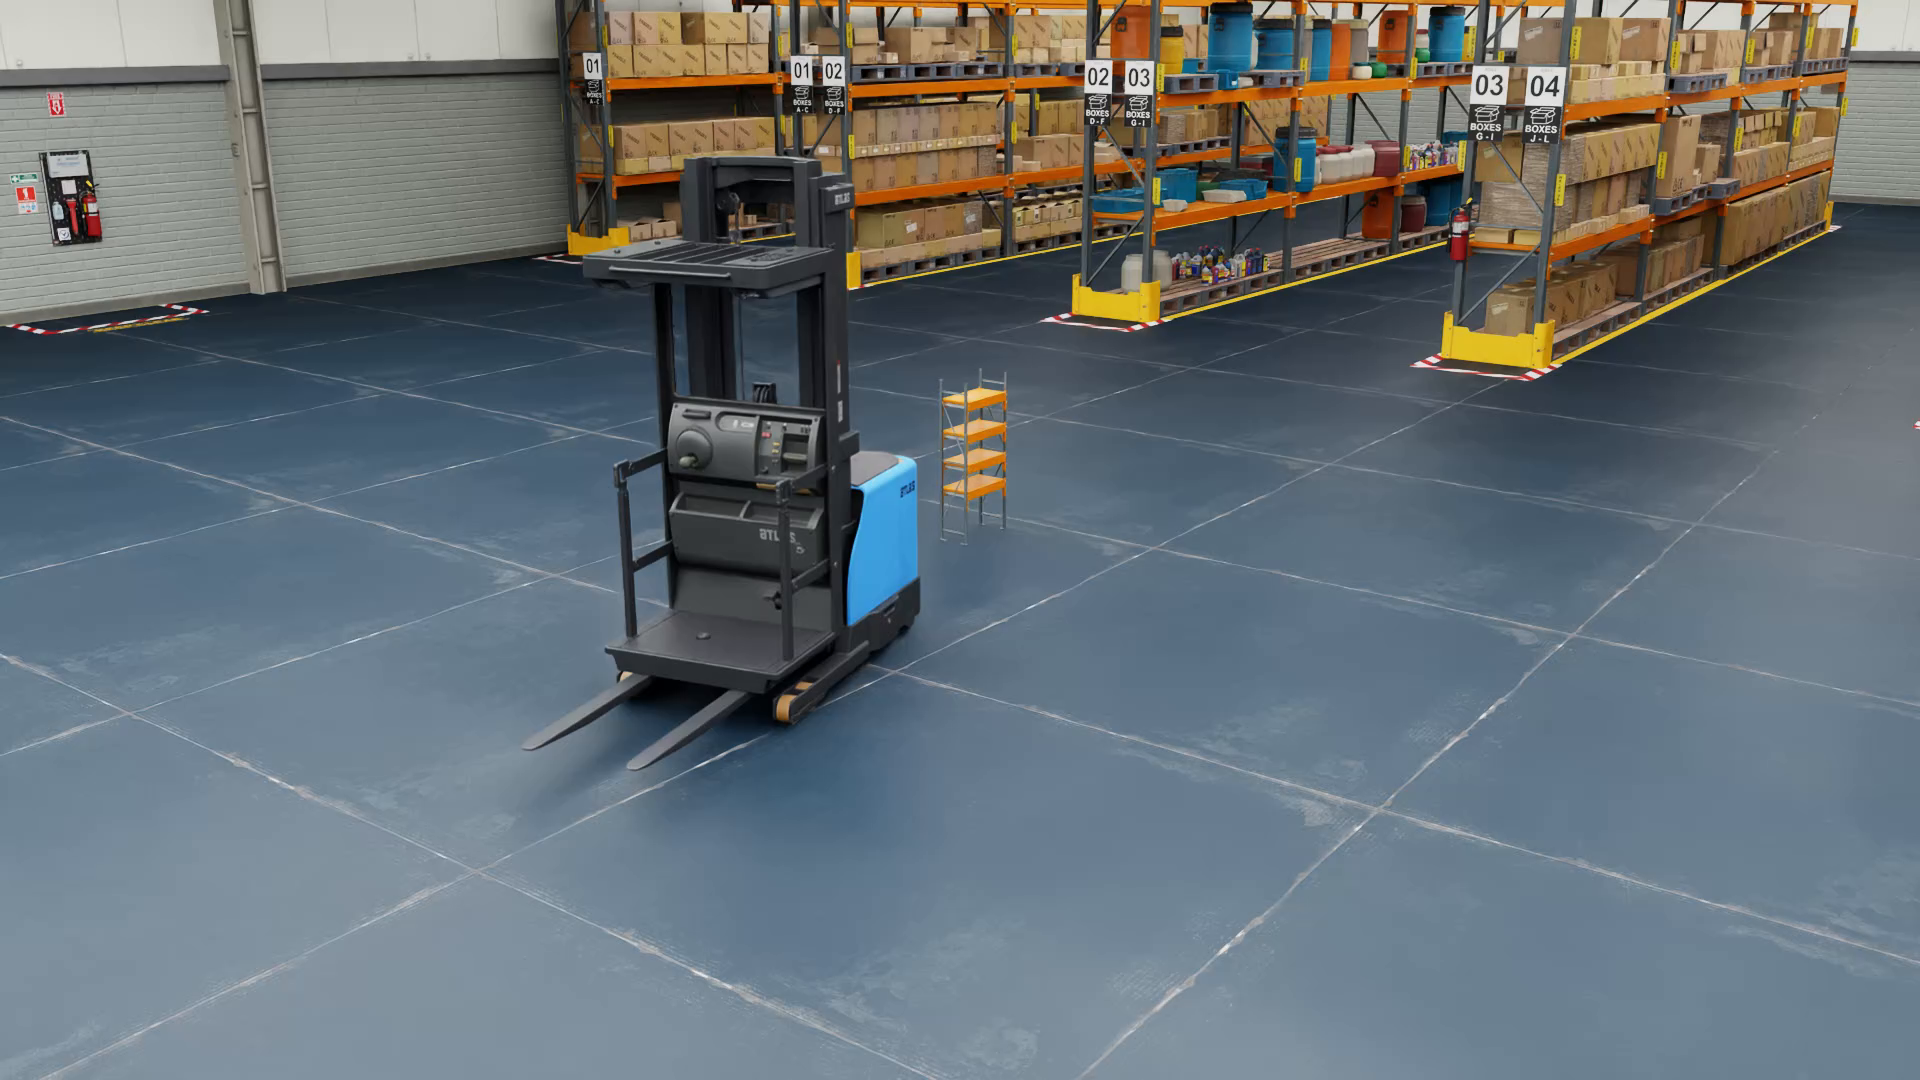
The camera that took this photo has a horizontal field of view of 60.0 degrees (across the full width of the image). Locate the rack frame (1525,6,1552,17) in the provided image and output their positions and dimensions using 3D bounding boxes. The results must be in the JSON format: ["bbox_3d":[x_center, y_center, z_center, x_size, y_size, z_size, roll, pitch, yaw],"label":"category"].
[{"bbox_3d":[11.540,-10.984,32.442,1.000,3.000,0.127,12,21,35],"label":"rack frame"}]

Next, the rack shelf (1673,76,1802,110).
[{"bbox_3d":[11.943,-6.904,25.573,1.077,0.370,4.000,12,21,35],"label":"rack shelf"}]

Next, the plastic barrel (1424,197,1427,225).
[{"bbox_3d":[7.989,-5.765,29.237,0.421,0.512,0.421,0,17,0],"label":"plastic barrel"}]

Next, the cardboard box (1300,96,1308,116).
[{"bbox_3d":[6.914,-9.121,34.704,0.500,0.500,0.500,13,22,36],"label":"cardboard box"}]

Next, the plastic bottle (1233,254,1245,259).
[{"bbox_3d":[3.990,-3.941,23.726,0.152,0.276,0.135,12,21,35],"label":"plastic bottle"}]

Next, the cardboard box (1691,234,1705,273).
[{"bbox_3d":[10.368,-4.192,24.157,0.700,0.500,0.500,11,20,32],"label":"cardboard box"}]

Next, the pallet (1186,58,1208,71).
[{"bbox_3d":[4.120,-8.995,31.411,1.213,0.211,1.003,12,21,35],"label":"pallet"}]

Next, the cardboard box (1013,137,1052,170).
[{"bbox_3d":[1.199,-6.491,27.918,0.500,0.500,0.500,14,22,39],"label":"cardboard box"}]

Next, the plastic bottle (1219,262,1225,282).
[{"bbox_3d":[3.601,-3.698,22.952,0.097,0.271,0.097,0,17,0],"label":"plastic bottle"}]

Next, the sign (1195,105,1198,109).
[{"bbox_3d":[4.741,-8.550,33.259,0.100,0.325,0.005,12,21,35],"label":"sign"}]

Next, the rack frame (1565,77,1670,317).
[{"bbox_3d":[8.368,-4.386,21.309,1.000,3.000,0.127,12,21,35],"label":"rack frame"}]

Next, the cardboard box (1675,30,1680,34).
[{"bbox_3d":[9.665,-6.750,22.853,0.500,0.500,0.500,12,21,33],"label":"cardboard box"}]

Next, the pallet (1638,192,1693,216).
[{"bbox_3d":[8.940,-4.451,21.841,1.003,0.211,1.213,12,21,35],"label":"pallet"}]

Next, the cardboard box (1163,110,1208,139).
[{"bbox_3d":[4.360,-8.043,32.208,0.500,0.500,0.700,-16,23,-42],"label":"cardboard box"}]

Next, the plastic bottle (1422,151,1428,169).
[{"bbox_3d":[7.820,-6.393,27.969,0.061,0.283,0.133,12,21,35],"label":"plastic bottle"}]

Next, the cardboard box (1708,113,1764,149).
[{"bbox_3d":[11.985,-6.352,25.781,0.797,0.503,0.637,13,22,36],"label":"cardboard box"}]

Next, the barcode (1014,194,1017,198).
[{"bbox_3d":[0.901,-5.599,27.071,0.001,0.075,0.075,12,21,35],"label":"barcode"}]

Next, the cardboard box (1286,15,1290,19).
[{"bbox_3d":[6.321,-10.483,34.031,0.700,0.500,0.500,12,21,35],"label":"cardboard box"}]

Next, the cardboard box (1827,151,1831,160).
[{"bbox_3d":[15.417,-6.919,29.889,0.380,0.149,0.250,13,21,35],"label":"cardboard box"}]

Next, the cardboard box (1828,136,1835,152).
[{"bbox_3d":[15.442,-7.152,29.968,0.500,0.250,0.500,12,21,34],"label":"cardboard box"}]

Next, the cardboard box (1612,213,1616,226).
[{"bbox_3d":[7.691,-3.874,20.084,0.380,0.149,0.250,12,21,35],"label":"cardboard box"}]

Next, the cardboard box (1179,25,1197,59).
[{"bbox_3d":[4.029,-9.346,31.179,0.600,0.600,0.600,11,21,33],"label":"cardboard box"}]

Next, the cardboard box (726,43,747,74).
[{"bbox_3d":[-3.980,-8.219,28.394,0.500,0.500,0.500,10,20,30],"label":"cardboard box"}]

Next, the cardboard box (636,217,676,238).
[{"bbox_3d":[-5.125,-5.270,27.947,0.500,0.311,0.500,15,22,39],"label":"cardboard box"}]

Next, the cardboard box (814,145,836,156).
[{"bbox_3d":[-1.894,-5.667,24.172,0.380,0.149,0.250,12,21,34],"label":"cardboard box"}]

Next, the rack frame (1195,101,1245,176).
[{"bbox_3d":[5.181,-8.043,33.085,1.000,3.000,0.127,12,21,35],"label":"rack frame"}]

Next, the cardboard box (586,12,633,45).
[{"bbox_3d":[-5.525,-8.075,26.244,0.500,0.500,0.500,11,20,31],"label":"cardboard box"}]

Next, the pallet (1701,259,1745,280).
[{"bbox_3d":[11.281,-4.181,25.353,1.003,0.211,1.213,12,21,35],"label":"pallet"}]

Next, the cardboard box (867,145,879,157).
[{"bbox_3d":[-1.407,-5.661,24.153,0.380,0.149,0.250,12,21,33],"label":"cardboard box"}]

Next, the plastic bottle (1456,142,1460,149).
[{"bbox_3d":[8.762,-6.822,29.238,0.144,0.351,0.185,12,21,35],"label":"plastic bottle"}]

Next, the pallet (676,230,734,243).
[{"bbox_3d":[-4.665,-5.222,28.704,1.003,0.211,1.213,12,21,35],"label":"pallet"}]

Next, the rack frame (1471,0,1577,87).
[{"bbox_3d":[5.984,-6.298,17.352,1.000,3.000,0.127,12,21,35],"label":"rack frame"}]

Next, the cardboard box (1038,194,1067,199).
[{"bbox_3d":[1.638,-5.925,29.247,0.500,0.311,0.500,12,21,33],"label":"cardboard box"}]

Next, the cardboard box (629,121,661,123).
[{"bbox_3d":[-5.227,-6.747,27.867,0.500,0.500,0.500,12,21,33],"label":"cardboard box"}]

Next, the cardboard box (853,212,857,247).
[{"bbox_3d":[-1.889,-4.610,24.696,0.500,0.500,0.500,12,21,35],"label":"cardboard box"}]

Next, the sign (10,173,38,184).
[{"bbox_3d":[-11.708,-4.524,20.800,0.001,0.109,0.331,12,21,35],"label":"sign"}]

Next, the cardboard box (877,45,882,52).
[{"bbox_3d":[-1.495,-7.134,24.409,0.500,0.250,0.500,12,21,35],"label":"cardboard box"}]

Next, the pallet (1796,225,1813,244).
[{"bbox_3d":[14.377,-5.419,29.337,1.003,0.211,1.213,12,21,35],"label":"pallet"}]

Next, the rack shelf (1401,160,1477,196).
[{"bbox_3d":[7.965,-6.347,28.836,1.077,0.370,4.000,12,21,35],"label":"rack shelf"}]

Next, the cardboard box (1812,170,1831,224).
[{"bbox_3d":[15.201,-6.263,30.229,0.875,0.875,0.875,12,21,35],"label":"cardboard box"}]

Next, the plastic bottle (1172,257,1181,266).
[{"bbox_3d":[3.004,-3.821,23.341,0.152,0.276,0.135,12,21,33],"label":"plastic bottle"}]

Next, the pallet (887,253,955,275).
[{"bbox_3d":[-0.820,-4.332,25.837,1.003,0.211,1.213,12,21,35],"label":"pallet"}]

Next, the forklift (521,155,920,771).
[{"bbox_3d":[-1.281,-0.539,9.038,1.130,2.935,3.031,7,19,21],"label":"forklift"}]

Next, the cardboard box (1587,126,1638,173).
[{"bbox_3d":[7.725,-4.659,19.833,0.500,0.500,0.500,12,21,35],"label":"cardboard box"}]

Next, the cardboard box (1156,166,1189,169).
[{"bbox_3d":[4.101,-7.107,32.280,0.500,0.250,0.500,12,21,35],"label":"cardboard box"}]

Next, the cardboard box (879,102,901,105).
[{"bbox_3d":[-1.364,-8.445,32.375,0.380,0.149,0.250,9,20,28],"label":"cardboard box"}]

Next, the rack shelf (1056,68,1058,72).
[{"bbox_3d":[2.392,-10.482,37.097,1.077,0.370,4.000,12,21,35],"label":"rack shelf"}]

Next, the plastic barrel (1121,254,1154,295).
[{"bbox_3d":[2.338,-3.491,21.915,0.421,0.512,0.421,0,17,0],"label":"plastic barrel"}]

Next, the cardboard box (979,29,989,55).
[{"bbox_3d":[0.308,-10.273,34.300,0.700,0.500,0.500,12,21,34],"label":"cardboard box"}]

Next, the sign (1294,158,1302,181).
[{"bbox_3d":[4.825,-5.293,23.765,0.100,0.325,0.005,12,21,35],"label":"sign"}]

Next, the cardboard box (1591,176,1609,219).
[{"bbox_3d":[7.176,-4.118,19.776,0.875,0.500,0.500,12,21,35],"label":"cardboard box"}]

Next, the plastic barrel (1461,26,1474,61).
[{"bbox_3d":[8.776,-8.636,28.913,0.600,0.588,0.600,0,17,0],"label":"plastic barrel"}]

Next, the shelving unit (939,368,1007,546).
[{"bbox_3d":[0.099,-0.612,12.193,0.258,1.200,0.503,12,21,35],"label":"shelving unit"}]
